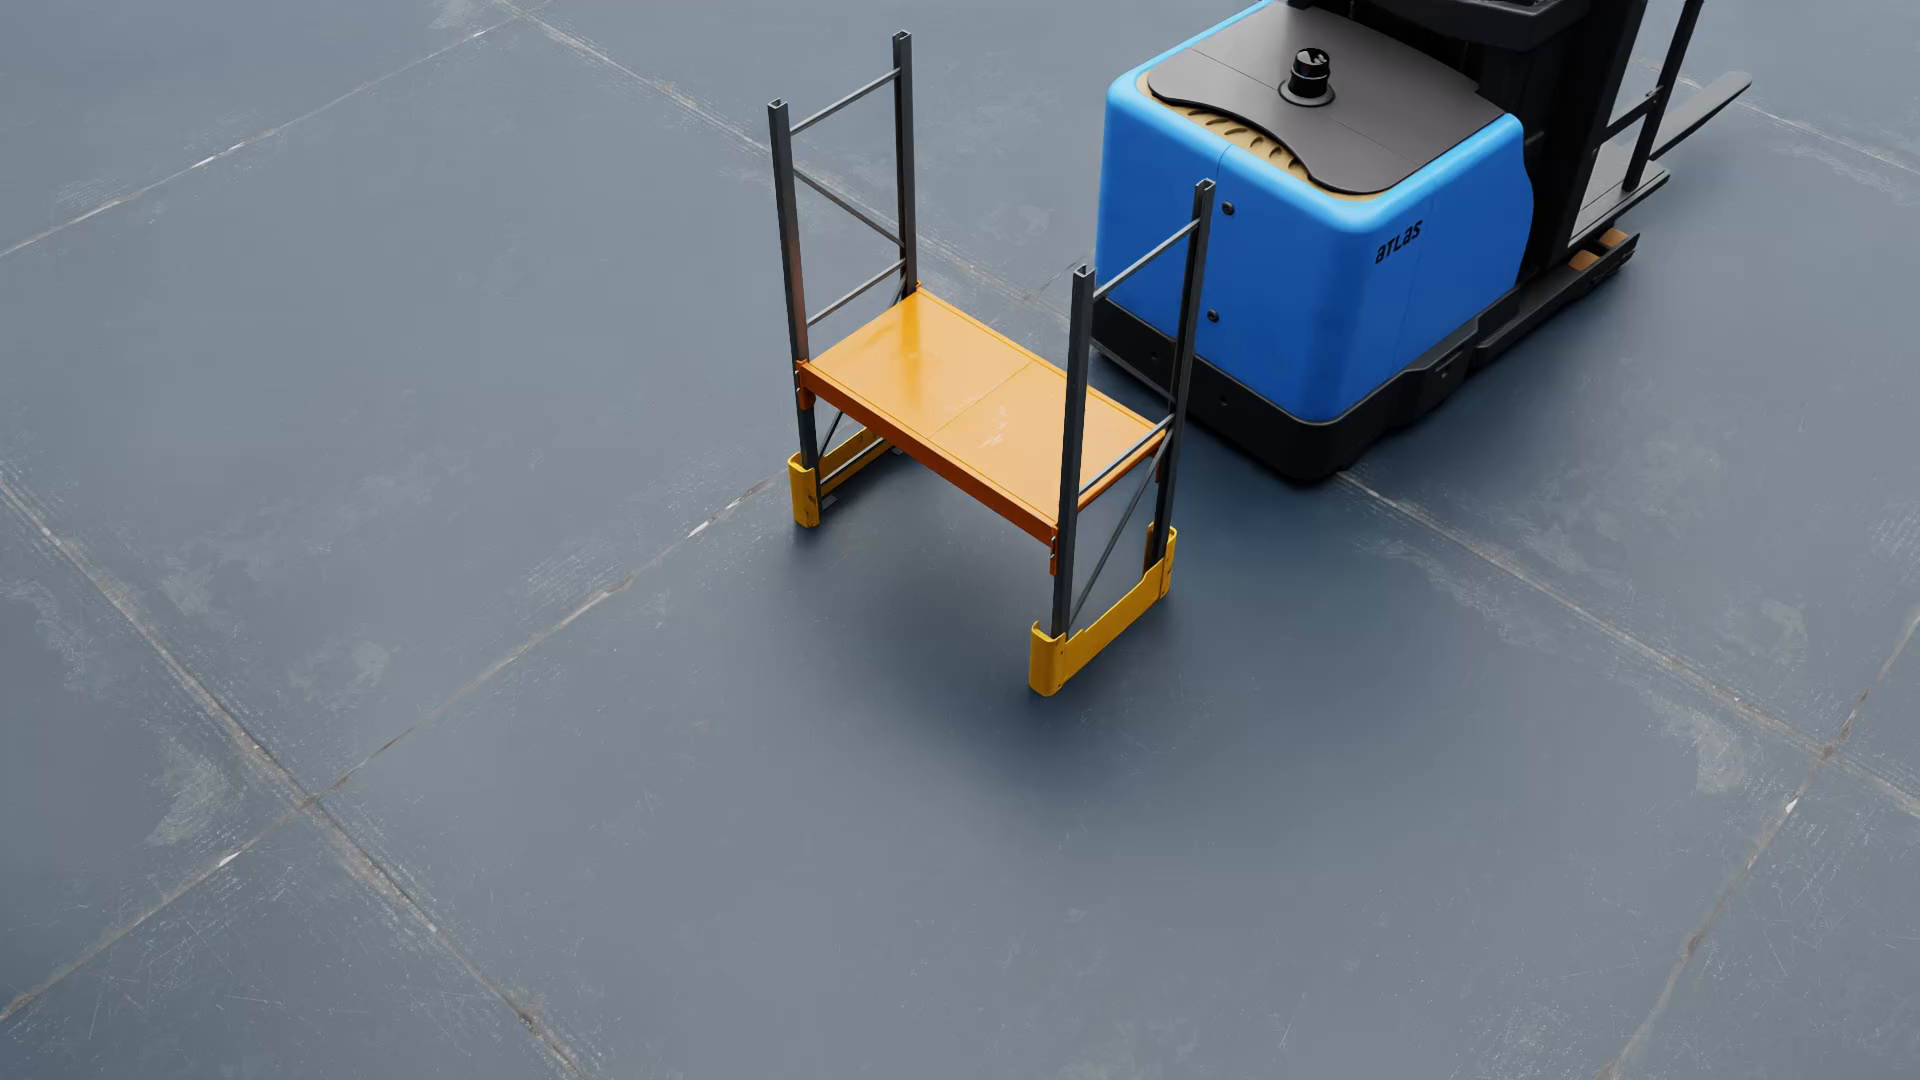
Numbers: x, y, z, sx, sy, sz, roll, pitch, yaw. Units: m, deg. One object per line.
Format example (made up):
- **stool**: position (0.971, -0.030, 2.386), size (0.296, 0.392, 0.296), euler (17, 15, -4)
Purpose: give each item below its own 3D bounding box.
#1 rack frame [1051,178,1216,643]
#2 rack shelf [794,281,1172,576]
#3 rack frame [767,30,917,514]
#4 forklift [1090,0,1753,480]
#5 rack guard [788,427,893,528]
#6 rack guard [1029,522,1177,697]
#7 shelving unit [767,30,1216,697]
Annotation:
- **rack frame**: position (0.436, -0.220, 4.428), size (0.032, 1.500, 0.500), euler (34, 55, 28)
- **rack shelf**: position (0.063, -0.348, 4.795), size (1.000, 0.185, 0.538), euler (34, 55, 28)
- **rack frame**: position (-0.311, -0.723, 4.900), size (0.032, 1.500, 0.500), euler (34, 55, 28)
- **forklift**: position (1.859, -2.145, 5.253), size (3.031, 2.935, 1.130), euler (-34, 55, -28)
- **rack guard**: position (-0.310, -0.294, 5.355), size (0.087, 0.250, 0.587), euler (34, 55, 28)
- **rack guard**: position (0.422, 0.198, 4.892), size (0.087, 0.250, 0.587), euler (34, 55, 28)
- **shelving unit**: position (0.056, -0.476, 4.668), size (1.083, 1.500, 0.587), euler (34, 55, 28)
